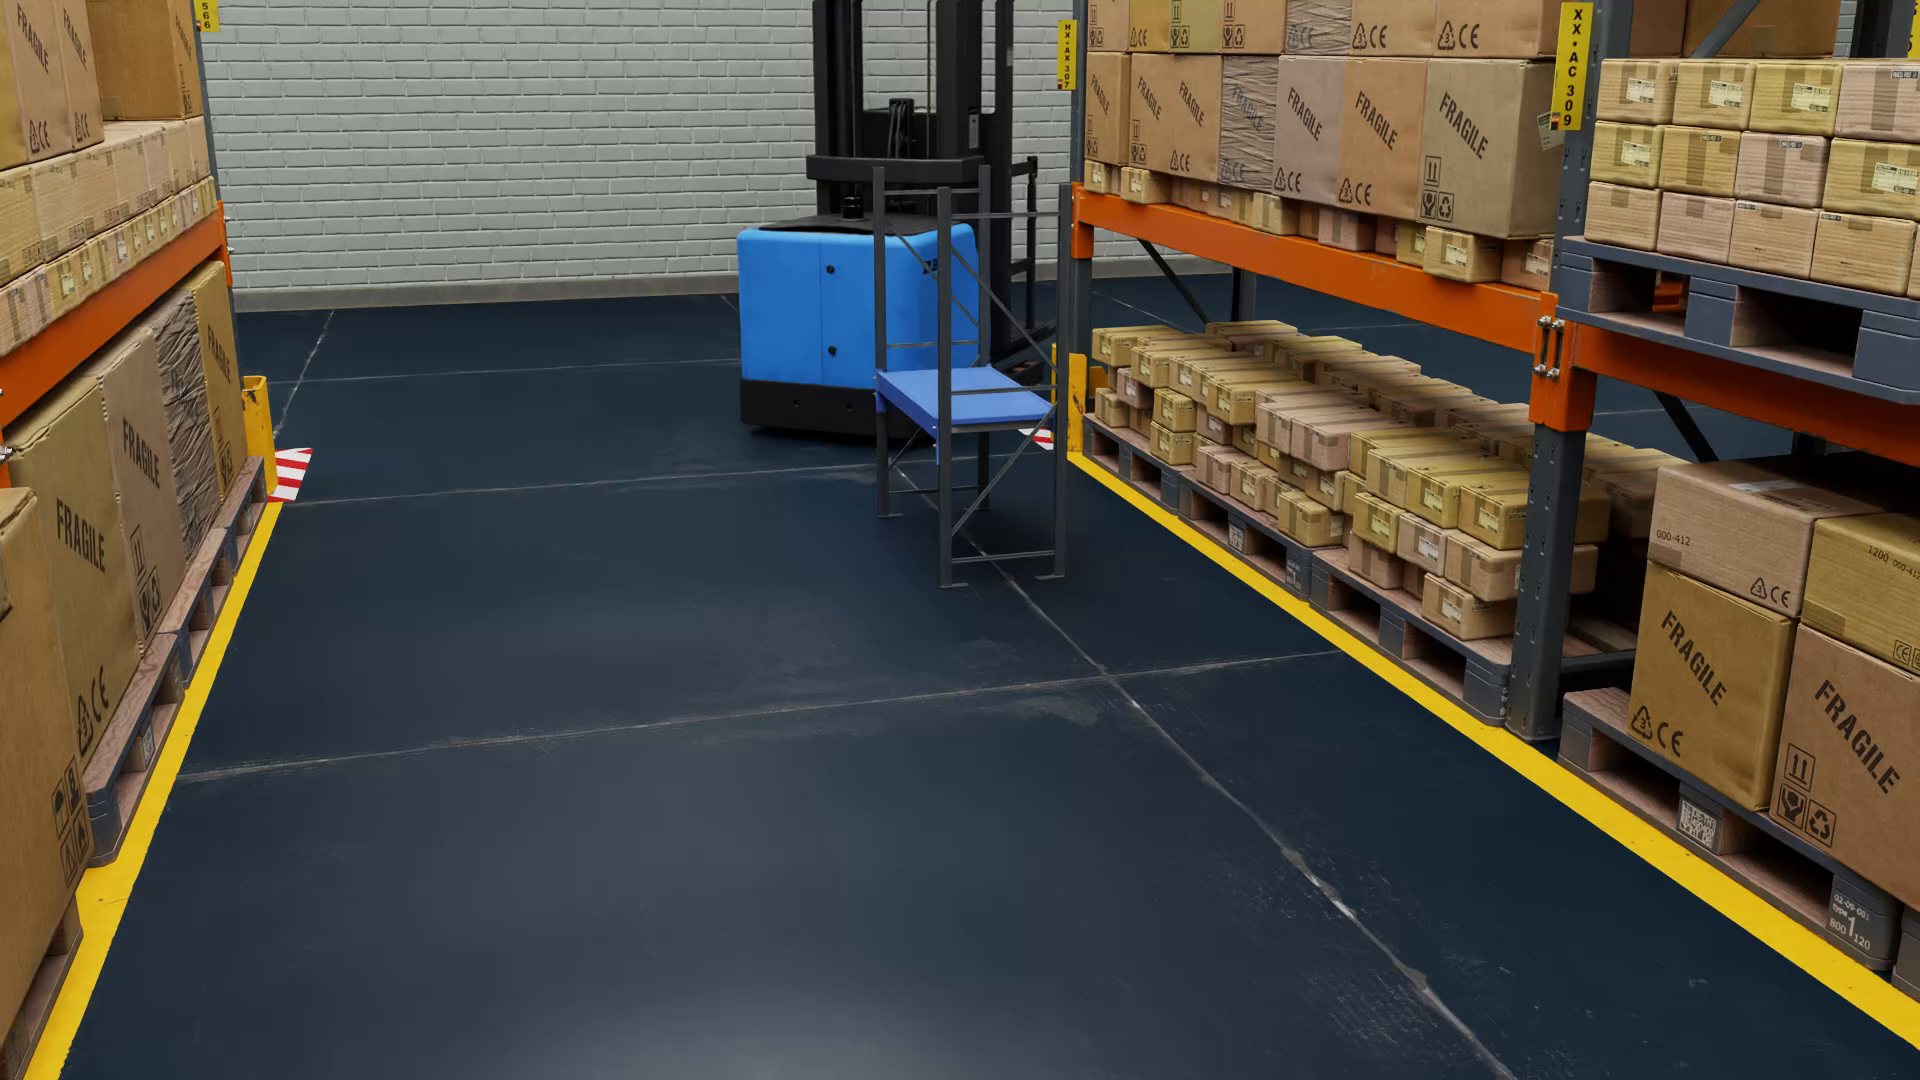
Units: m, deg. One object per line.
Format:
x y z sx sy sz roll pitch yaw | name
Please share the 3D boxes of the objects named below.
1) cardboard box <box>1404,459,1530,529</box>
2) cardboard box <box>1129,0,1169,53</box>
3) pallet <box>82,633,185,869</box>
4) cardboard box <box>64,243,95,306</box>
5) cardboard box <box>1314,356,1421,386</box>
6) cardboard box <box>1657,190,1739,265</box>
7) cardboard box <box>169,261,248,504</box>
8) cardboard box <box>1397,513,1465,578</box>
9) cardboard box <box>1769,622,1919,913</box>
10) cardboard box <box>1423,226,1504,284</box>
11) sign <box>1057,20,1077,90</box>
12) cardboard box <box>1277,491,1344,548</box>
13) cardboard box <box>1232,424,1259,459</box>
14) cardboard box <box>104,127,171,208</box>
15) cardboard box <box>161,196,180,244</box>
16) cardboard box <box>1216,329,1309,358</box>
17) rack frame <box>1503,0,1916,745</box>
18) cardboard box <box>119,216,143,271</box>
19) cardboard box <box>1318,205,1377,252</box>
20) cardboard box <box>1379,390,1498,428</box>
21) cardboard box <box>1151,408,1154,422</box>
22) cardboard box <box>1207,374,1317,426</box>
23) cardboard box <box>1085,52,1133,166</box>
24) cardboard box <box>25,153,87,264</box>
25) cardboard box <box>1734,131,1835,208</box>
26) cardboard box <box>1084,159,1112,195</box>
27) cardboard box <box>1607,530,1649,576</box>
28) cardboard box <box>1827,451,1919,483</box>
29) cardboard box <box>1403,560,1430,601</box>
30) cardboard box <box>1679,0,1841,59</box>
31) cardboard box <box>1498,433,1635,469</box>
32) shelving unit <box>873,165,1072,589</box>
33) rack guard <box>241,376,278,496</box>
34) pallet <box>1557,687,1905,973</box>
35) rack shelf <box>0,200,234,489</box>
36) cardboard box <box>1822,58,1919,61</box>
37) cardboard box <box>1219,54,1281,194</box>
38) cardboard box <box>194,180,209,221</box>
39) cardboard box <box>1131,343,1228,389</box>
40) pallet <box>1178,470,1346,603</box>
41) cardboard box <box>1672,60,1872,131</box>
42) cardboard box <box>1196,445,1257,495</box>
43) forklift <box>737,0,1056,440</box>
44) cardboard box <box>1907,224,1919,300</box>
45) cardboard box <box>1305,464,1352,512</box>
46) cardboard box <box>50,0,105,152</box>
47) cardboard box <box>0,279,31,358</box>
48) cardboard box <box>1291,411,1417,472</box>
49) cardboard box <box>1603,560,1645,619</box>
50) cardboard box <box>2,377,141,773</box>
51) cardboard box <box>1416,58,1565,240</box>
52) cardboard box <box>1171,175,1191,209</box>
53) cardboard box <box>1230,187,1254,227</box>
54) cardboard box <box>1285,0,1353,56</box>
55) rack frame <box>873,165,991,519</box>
1.689 -0.152 5.436 0.380 0.149 0.250 -4 17 -15 | cardboard box
1.059 -2.378 7.224 0.500 0.500 0.500 -4 17 -14 | cardboard box
-2.785 0.597 4.598 1.003 0.211 1.213 -5 17 -15 | pallet
-2.632 -0.728 4.598 0.380 0.149 0.250 -5 17 -17 | cardboard box
1.780 -0.705 7.275 0.380 0.149 0.250 -4 17 -13 | cardboard box
1.893 -0.745 3.926 0.380 0.149 0.250 -4 17 -14 | cardboard box
-3.498 -0.641 6.836 0.875 0.875 0.875 -5 17 -15 | cardboard box
1.667 0.000 5.447 0.380 0.149 0.250 -6 18 -18 | cardboard box
2.240 0.481 3.750 0.500 0.500 0.500 -4 17 -13 | cardboard box
1.666 -0.889 5.134 0.380 0.149 0.250 -5 17 -17 | cardboard box
0.524 -2.364 8.104 0.100 0.325 0.005 -5 17 -15 | sign
1.425 -0.090 6.262 0.380 0.149 0.250 -5 17 -15 | cardboard box
1.361 -0.447 6.936 0.380 0.149 0.250 -4 17 -12 | cardboard box
-3.083 -1.305 5.826 0.500 0.250 0.500 -5 18 -17 | cardboard box
-3.054 -1.153 6.014 0.380 0.149 0.250 -5 17 -16 | cardboard box
1.449 -0.913 7.968 0.380 0.149 0.250 -4 17 -14 | cardboard box
2.145 -0.886 4.688 1.000 3.000 0.127 -5 17 -15 | rack frame
-2.843 -0.941 5.307 0.380 0.149 0.250 -5 17 -17 | cardboard box
1.500 -1.114 5.882 0.380 0.149 0.250 -5 18 -18 | cardboard box
1.875 -0.481 6.532 0.380 0.149 0.250 -5 18 -18 | cardboard box
1.108 -0.524 7.708 0.380 0.149 0.250 -5 17 -15 | cardboard box
1.244 -0.579 6.857 0.380 0.149 0.250 -4 17 -14 | cardboard box
0.904 -2.037 7.828 0.500 0.500 0.500 -4 17 -13 | cardboard box
-2.661 -0.881 4.415 0.500 0.250 0.500 -5 17 -16 | cardboard box
1.956 -0.821 3.662 0.380 0.149 0.250 -4 17 -14 | cardboard box
0.820 -1.757 8.023 0.380 0.149 0.250 -5 17 -16 | cardboard box
2.353 0.010 5.413 0.380 0.149 0.250 -4 17 -13 | cardboard box
2.593 -0.063 4.260 0.500 0.250 0.500 -5 17 -17 | cardboard box
1.719 0.118 5.570 0.380 0.149 0.250 -4 17 -14 | cardboard box
2.256 -1.699 4.967 0.500 0.500 0.500 -4 17 -14 | cardboard box
2.114 -0.265 5.813 0.380 0.149 0.250 -5 17 -16 | cardboard box
0.023 -0.695 6.658 0.538 1.500 1.048 -5 17 -15 | shelving unit
-3.757 -0.438 7.541 1.175 0.500 0.348 -5 17 -15 | rack guard
2.361 0.665 4.373 1.003 0.211 1.213 -5 17 -15 | pallet
-3.201 -0.731 5.421 1.077 0.370 4.000 -5 17 -15 | rack shelf
2.443 -1.156 4.260 0.380 0.149 0.250 -4 17 -13 | cardboard box
1.344 -1.614 6.420 0.500 0.500 0.500 -5 17 -17 | cardboard box
-3.263 -1.364 6.715 0.380 0.149 0.250 -5 17 -15 | cardboard box
1.001 -0.795 7.576 0.380 0.149 0.250 -5 17 -15 | cardboard box
1.588 -0.072 6.824 1.003 0.211 1.213 -5 17 -15 | pallet
1.894 -1.030 3.839 0.380 0.149 0.250 -4 17 -14 | cardboard box
1.219 -0.306 6.982 0.380 0.149 0.250 -6 18 -18 | cardboard box
-0.139 -2.296 9.502 1.130 2.935 3.031 7 18 21 | forklift
2.096 -0.536 3.229 0.380 0.149 0.250 -5 18 -18 | cardboard box
1.513 -0.219 6.176 0.380 0.149 0.250 -4 17 -14 | cardboard box
-2.813 -1.385 4.788 0.500 0.500 0.500 -5 18 -17 | cardboard box
-2.413 -0.510 3.872 0.380 0.149 0.250 -5 17 -15 | cardboard box
1.454 -0.366 6.148 0.380 0.149 0.250 -6 18 -18 | cardboard box
2.354 0.152 5.458 0.380 0.149 0.250 -5 18 -18 | cardboard box
-2.756 0.106 4.350 0.875 0.875 0.875 -5 17 -15 | cardboard box
1.741 -1.188 5.002 0.500 0.500 0.500 -5 17 -15 | cardboard box
1.155 -1.550 7.335 0.380 0.149 0.250 -4 17 -13 | cardboard box
1.298 -1.329 6.600 0.380 0.149 0.250 -4 17 -13 | cardboard box
1.482 -1.949 5.798 0.500 0.500 0.500 -4 17 -14 | cardboard box
-0.116 -0.835 7.126 0.500 1.500 0.032 -5 17 -15 | rack frame
